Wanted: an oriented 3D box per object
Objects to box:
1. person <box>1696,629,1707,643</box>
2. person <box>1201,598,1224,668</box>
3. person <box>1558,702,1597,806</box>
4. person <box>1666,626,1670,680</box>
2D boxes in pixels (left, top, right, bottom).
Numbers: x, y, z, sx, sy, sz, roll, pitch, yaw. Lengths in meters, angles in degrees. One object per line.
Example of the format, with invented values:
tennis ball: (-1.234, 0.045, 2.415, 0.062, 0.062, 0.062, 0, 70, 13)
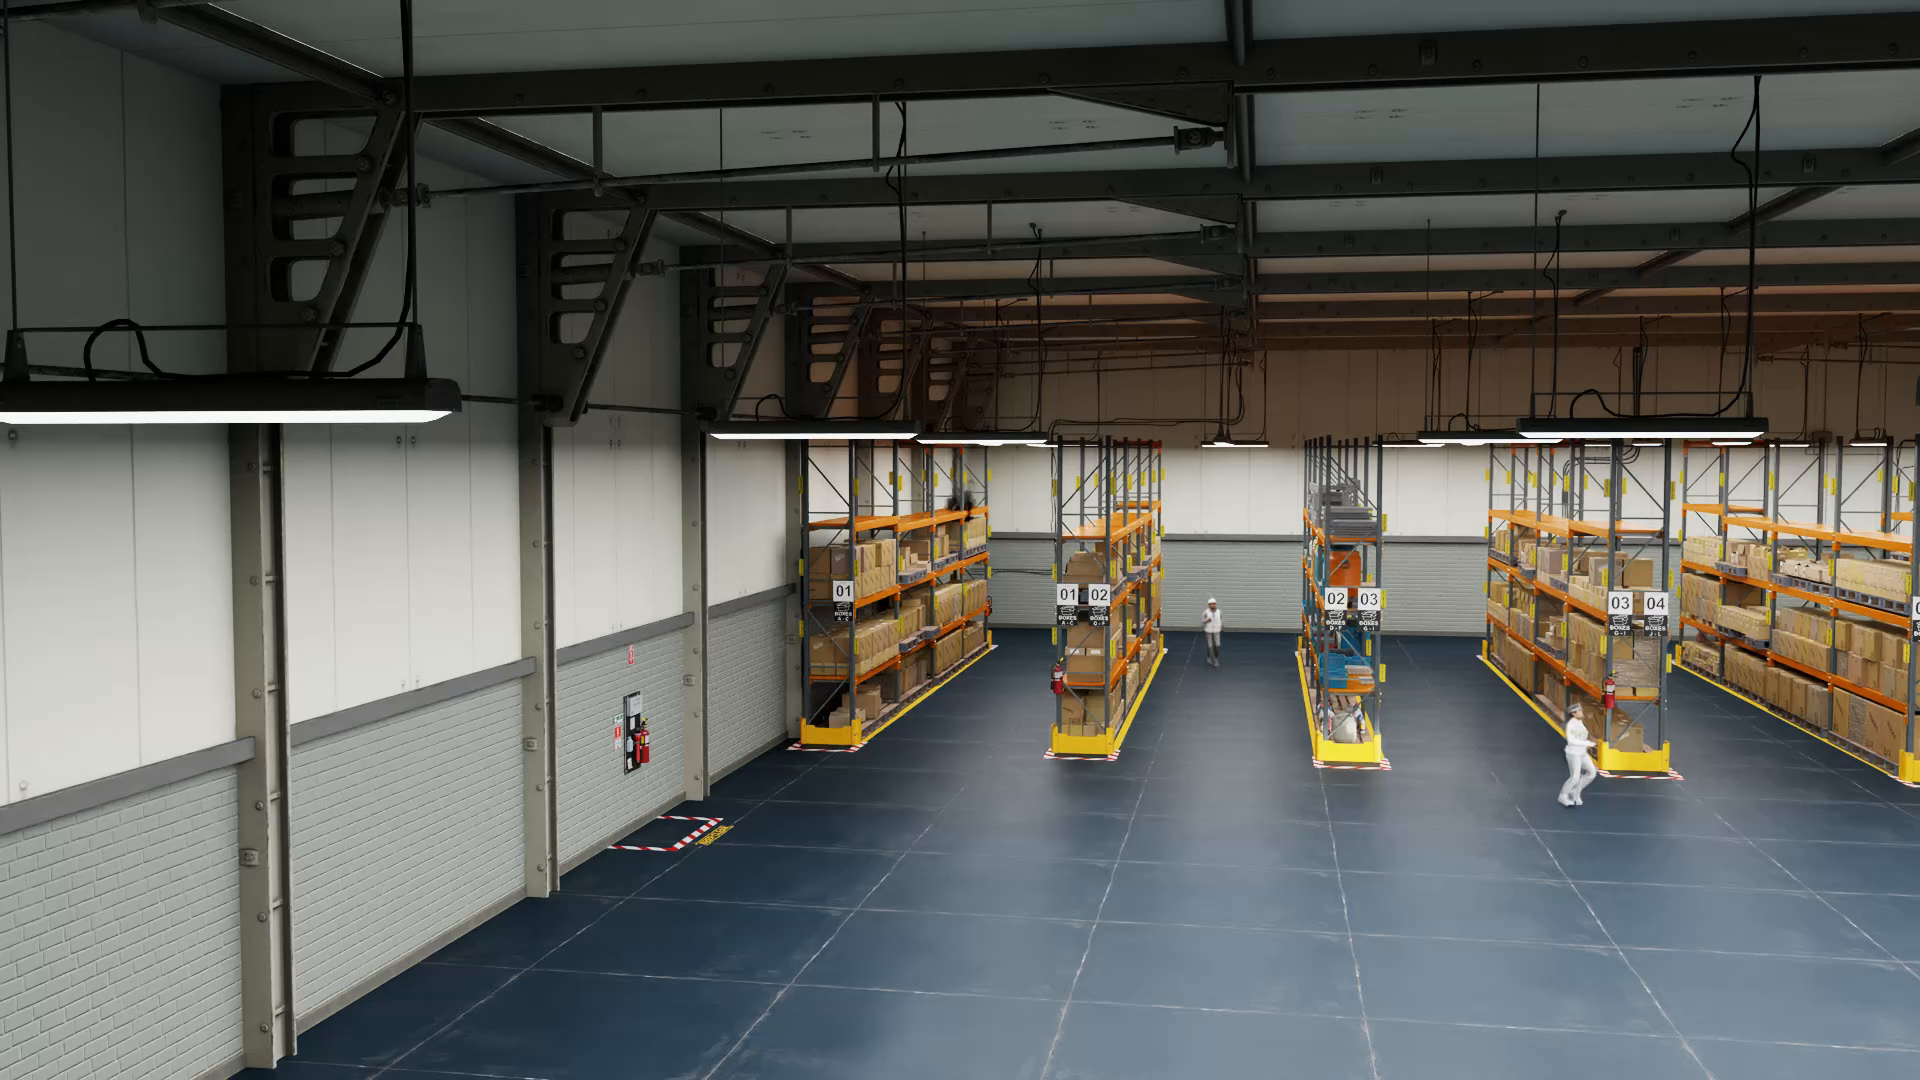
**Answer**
person: (20.388, 2.447, 45.561, 0.616, 1.658, 0.792, -3, 4, -45)
person: (6.735, 2.456, 44.055, 0.549, 1.825, 0.734, 0, 3, 2)
person: (9.886, 3.431, 26.623, 0.597, 1.684, 0.676, 3, 4, 39)
person: (17.519, 2.649, 41.716, 0.617, 1.742, 0.759, 1, 3, 10)
